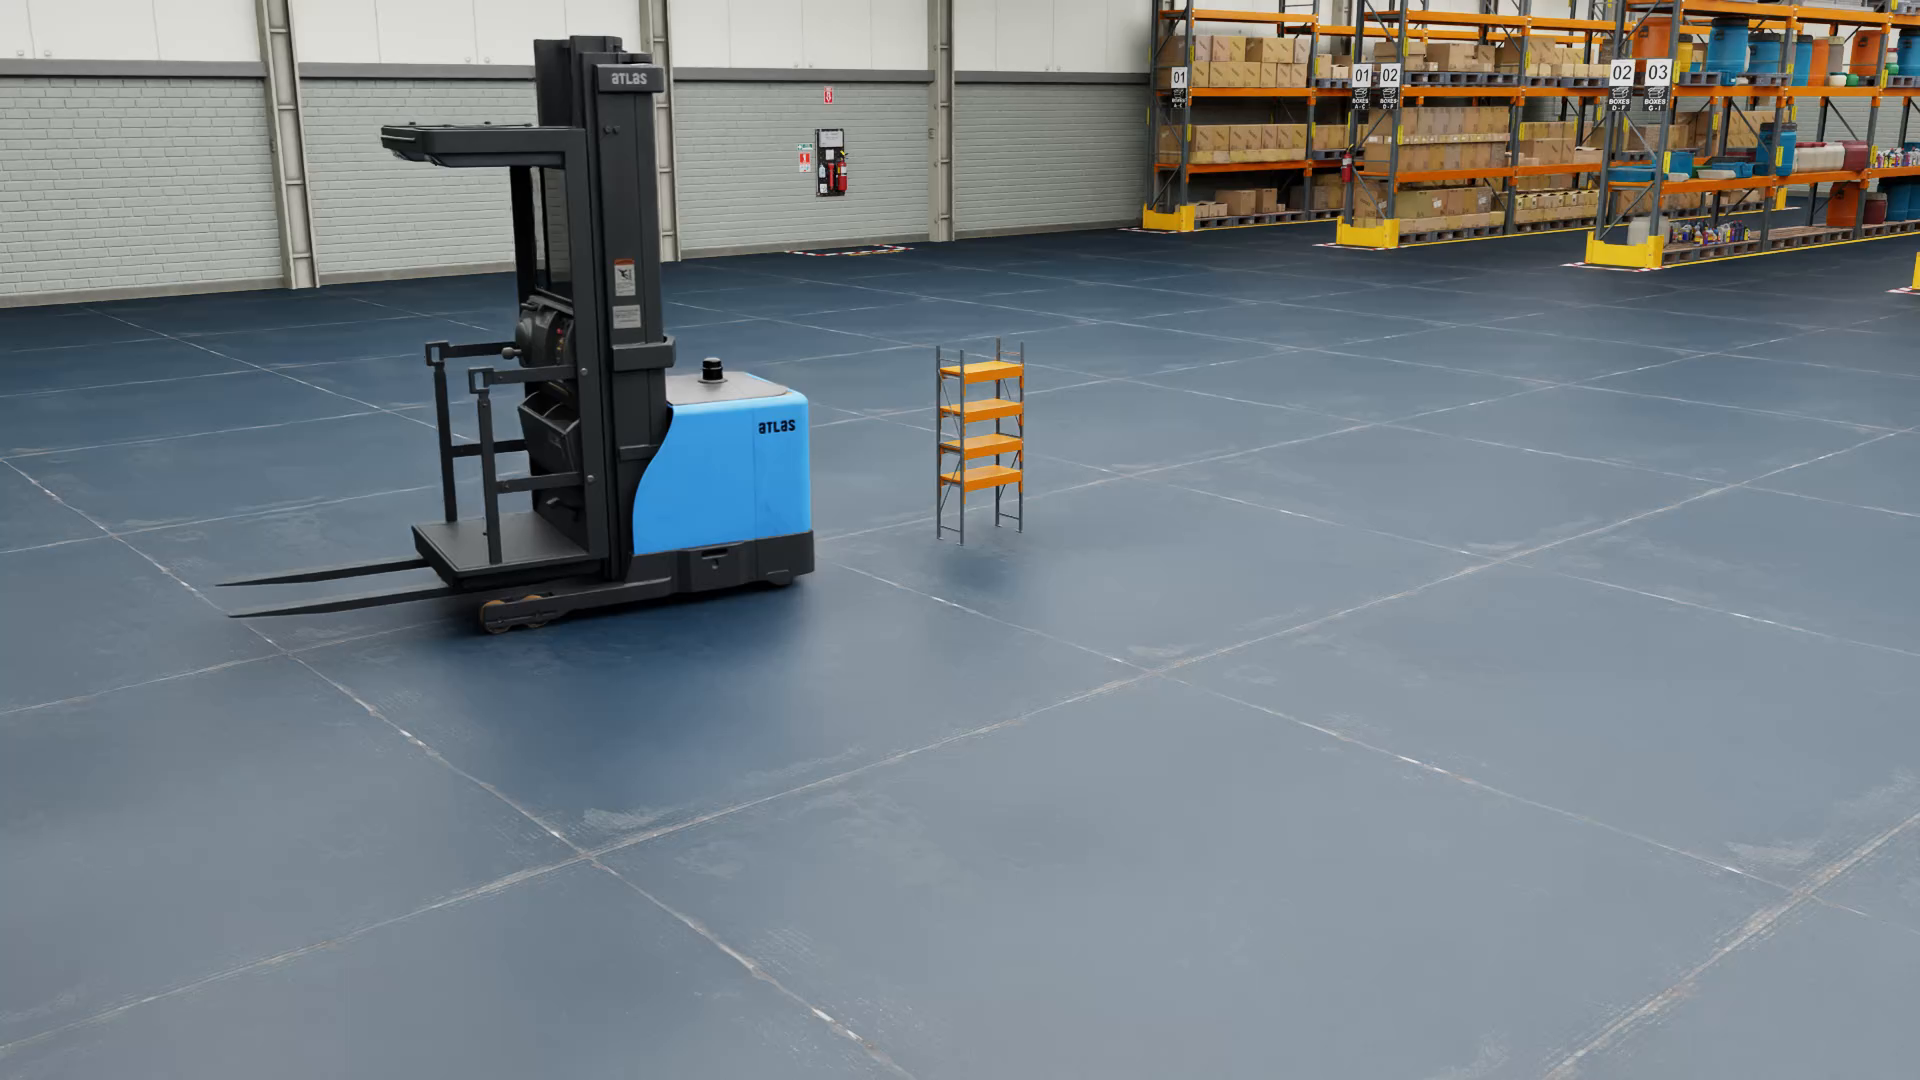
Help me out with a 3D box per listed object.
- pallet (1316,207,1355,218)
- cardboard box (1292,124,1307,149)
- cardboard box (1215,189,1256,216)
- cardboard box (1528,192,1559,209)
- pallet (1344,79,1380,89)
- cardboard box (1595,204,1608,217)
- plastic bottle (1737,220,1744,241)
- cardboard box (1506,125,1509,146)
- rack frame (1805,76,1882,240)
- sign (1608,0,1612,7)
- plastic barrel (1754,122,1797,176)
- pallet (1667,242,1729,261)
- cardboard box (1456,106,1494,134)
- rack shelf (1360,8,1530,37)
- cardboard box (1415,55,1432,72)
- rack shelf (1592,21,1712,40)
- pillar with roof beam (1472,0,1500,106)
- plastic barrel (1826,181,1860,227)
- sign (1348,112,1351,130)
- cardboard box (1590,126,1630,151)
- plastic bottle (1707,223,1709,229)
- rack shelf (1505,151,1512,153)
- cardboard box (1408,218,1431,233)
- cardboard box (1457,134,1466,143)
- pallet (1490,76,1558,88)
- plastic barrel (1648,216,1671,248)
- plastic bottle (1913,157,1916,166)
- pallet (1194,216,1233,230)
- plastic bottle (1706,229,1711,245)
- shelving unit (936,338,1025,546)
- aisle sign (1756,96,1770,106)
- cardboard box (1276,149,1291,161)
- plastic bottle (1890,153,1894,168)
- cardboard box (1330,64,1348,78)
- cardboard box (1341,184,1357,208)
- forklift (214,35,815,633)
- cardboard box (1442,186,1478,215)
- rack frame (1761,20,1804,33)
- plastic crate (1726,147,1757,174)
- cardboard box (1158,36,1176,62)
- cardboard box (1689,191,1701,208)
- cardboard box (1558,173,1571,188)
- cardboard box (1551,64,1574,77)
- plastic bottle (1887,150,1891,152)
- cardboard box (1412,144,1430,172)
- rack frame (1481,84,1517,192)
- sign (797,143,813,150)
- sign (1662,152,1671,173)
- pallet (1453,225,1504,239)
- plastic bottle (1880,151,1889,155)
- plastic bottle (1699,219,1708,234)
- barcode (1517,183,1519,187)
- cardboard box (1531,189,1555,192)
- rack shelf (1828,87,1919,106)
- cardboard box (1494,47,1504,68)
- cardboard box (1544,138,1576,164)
[{"bbox_3d":[8.742,-7.494,37.895,1.213,0.211,1.003,-13,19,-39],"label":"pallet"},{"bbox_3d":[7.081,-8.660,35.657,0.500,0.500,0.500,-13,20,-39],"label":"cardboard box"},{"bbox_3d":[5.814,-7.139,35.155,0.500,0.500,0.700,-14,21,-43],"label":"cardboard box"},{"bbox_3d":[11.735,-6.876,33.606,0.500,0.311,0.500,-14,20,-41],"label":"cardboard box"},{"bbox_3d":[8.550,-10.119,36.873,1.003,0.211,1.213,-13,19,-39],"label":"pallet"},{"bbox_3d":[13.270,-6.953,34.980,0.500,0.250,0.500,-12,19,-38],"label":"cardboard box"},{"bbox_3d":[13.441,-5.340,28.708,0.185,0.351,0.144,-13,20,-41],"label":"plastic bottle"},{"bbox_3d":[13.087,-9.930,40.806,0.500,0.500,0.500,-13,20,-40],"label":"cardboard box"},{"bbox_3d":[16.755,-7.250,31.579,0.127,3.000,1.000,-13,19,-39],"label":"rack frame"},{"bbox_3d":[16.632,-13.814,42.563,0.005,0.325,0.100,-13,19,-39],"label":"sign"},{"bbox_3d":[14.228,-6.821,29.001,0.708,0.901,0.600,-13,19,-39],"label":"plastic barrel"},{"bbox_3d":[12.283,-4.911,28.228,1.213,0.211,1.003,-13,19,-39],"label":"pallet"},{"bbox_3d":[9.778,-8.050,31.867,0.500,0.500,0.700,-13,20,-39],"label":"cardboard box"},{"bbox_3d":[8.980,-9.556,30.756,4.000,0.370,1.077,-13,19,-39],"label":"rack shelf"},{"bbox_3d":[8.587,-8.877,30.945,0.500,0.311,0.500,-10,18,-33],"label":"cardboard box"},{"bbox_3d":[15.015,-10.911,35.830,4.000,0.370,1.077,-13,19,-39],"label":"rack shelf"},{"bbox_3d":[16.056,-12.203,38.498,0.400,9.000,9.100,-13,19,-39],"label":"pillar with roof beam"},{"bbox_3d":[17.113,-6.490,32.127,0.708,0.830,0.600,-13,19,-39],"label":"plastic barrel"},{"bbox_3d":[7.126,-7.641,30.342,0.005,0.325,0.100,-13,19,-39],"label":"sign"},{"bbox_3d":[13.908,-8.594,35.606,0.700,0.500,0.500,8,17,28],"label":"cardboard box"},{"bbox_3d":[13.210,-5.498,29.454,0.097,0.271,0.097,0,15,0],"label":"plastic bottle"},{"bbox_3d":[11.761,-9.170,40.160,4.000,0.370,1.077,-13,19,-39],"label":"rack shelf"},{"bbox_3d":[8.397,-5.867,30.916,0.500,0.250,0.500,-13,19,-39],"label":"cardboard box"},{"bbox_3d":[9.267,-7.551,31.254,0.250,0.149,0.380,-12,19,-38],"label":"cardboard box"},{"bbox_3d":[11.146,-9.046,32.861,1.217,0.209,0.805,-14,20,-42],"label":"pallet"},{"bbox_3d":[11.545,-5.107,27.563,0.421,0.512,0.421,0,15,0],"label":"plastic barrel"},{"bbox_3d":[18.861,-7.507,32.925,0.097,0.201,0.097,0,15,0],"label":"plastic bottle"},{"bbox_3d":[4.910,-6.620,34.623,1.213,0.211,1.003,-13,19,-39],"label":"pallet"},{"bbox_3d":[12.551,-5.093,27.940,0.097,0.271,0.097,0,15,0],"label":"plastic bottle"},{"bbox_3d":[0.125,-0.608,10.200,0.503,1.200,0.258,-13,19,-39],"label":"shelving unit"},{"bbox_3d":[19.400,-10.895,40.187,0.004,0.787,0.394,-13,19,-39],"label":"aisle sign"},{"bbox_3d":[6.695,-8.216,35.448,0.500,0.250,0.500,-13,19,-39],"label":"cardboard box"},{"bbox_3d":[18.023,-7.352,32.212,0.097,0.271,0.097,0,15,0],"label":"plastic bottle"},{"bbox_3d":[8.164,-10.291,36.511,0.500,0.311,0.500,-12,19,-38],"label":"cardboard box"},{"bbox_3d":[8.547,-7.809,37.665,0.500,0.500,0.700,-12,19,-39],"label":"cardboard box"},{"bbox_3d":[-2.358,-1.096,8.675,3.031,2.935,1.130,-8,17,-28],"label":"forklift"},{"bbox_3d":[9.523,-6.485,31.776,0.500,0.500,0.500,-13,19,-39],"label":"cardboard box"},{"bbox_3d":[19.542,-12.468,39.491,0.127,3.000,1.000,-13,19,-39],"label":"rack frame"},{"bbox_3d":[13.902,-6.745,29.564,0.583,0.464,0.402,-13,19,-39],"label":"plastic crate"},{"bbox_3d":[4.371,-9.937,33.658,0.500,0.500,0.500,-12,19,-37],"label":"cardboard box"},{"bbox_3d":[16.340,-7.758,37.472,0.500,0.500,0.500,-13,20,-40],"label":"cardboard box"},{"bbox_3d":[15.447,-9.306,43.307,0.500,0.500,0.700,-13,20,-40],"label":"cardboard box"},{"bbox_3d":[11.972,-9.429,33.400,0.500,0.250,0.500,14,20,42],"label":"cardboard box"},{"bbox_3d":[18.897,-7.801,33.883,0.135,0.276,0.152,-13,19,-39],"label":"plastic bottle"},{"bbox_3d":[8.225,-7.074,30.728,0.500,0.500,0.700,-12,19,-38],"label":"cardboard box"},{"bbox_3d":[13.269,-9.856,41.336,0.127,3.000,1.000,-13,19,-39],"label":"rack frame"},{"bbox_3d":[-2.714,-6.881,29.103,0.331,0.109,0.001,-13,19,-39],"label":"sign"},{"bbox_3d":[11.078,-5.920,26.066,0.005,0.325,0.100,-13,19,-39],"label":"sign"},{"bbox_3d":[9.862,-6.063,32.540,1.213,0.211,1.003,-13,19,-39],"label":"pallet"},{"bbox_3d":[18.575,-7.677,33.417,0.135,0.276,0.152,-13,19,-39],"label":"plastic bottle"},{"bbox_3d":[12.951,-5.421,29.012,0.185,0.351,0.144,-13,19,-39],"label":"plastic bottle"},{"bbox_3d":[10.955,-6.968,32.655,0.075,0.075,0.001,-13,19,-39],"label":"barcode"},{"bbox_3d":[12.142,-7.152,34.640,0.500,0.311,0.500,-13,20,-41],"label":"cardboard box"},{"bbox_3d":[18.264,-8.690,32.553,4.000,0.370,1.077,-13,19,-39],"label":"rack shelf"},{"bbox_3d":[13.643,-12.010,41.417,0.500,0.500,0.500,-13,20,-40],"label":"cardboard box"},{"bbox_3d":[12.251,-7.976,34.102,0.500,0.500,0.500,-14,20,-42],"label":"cardboard box"}]
